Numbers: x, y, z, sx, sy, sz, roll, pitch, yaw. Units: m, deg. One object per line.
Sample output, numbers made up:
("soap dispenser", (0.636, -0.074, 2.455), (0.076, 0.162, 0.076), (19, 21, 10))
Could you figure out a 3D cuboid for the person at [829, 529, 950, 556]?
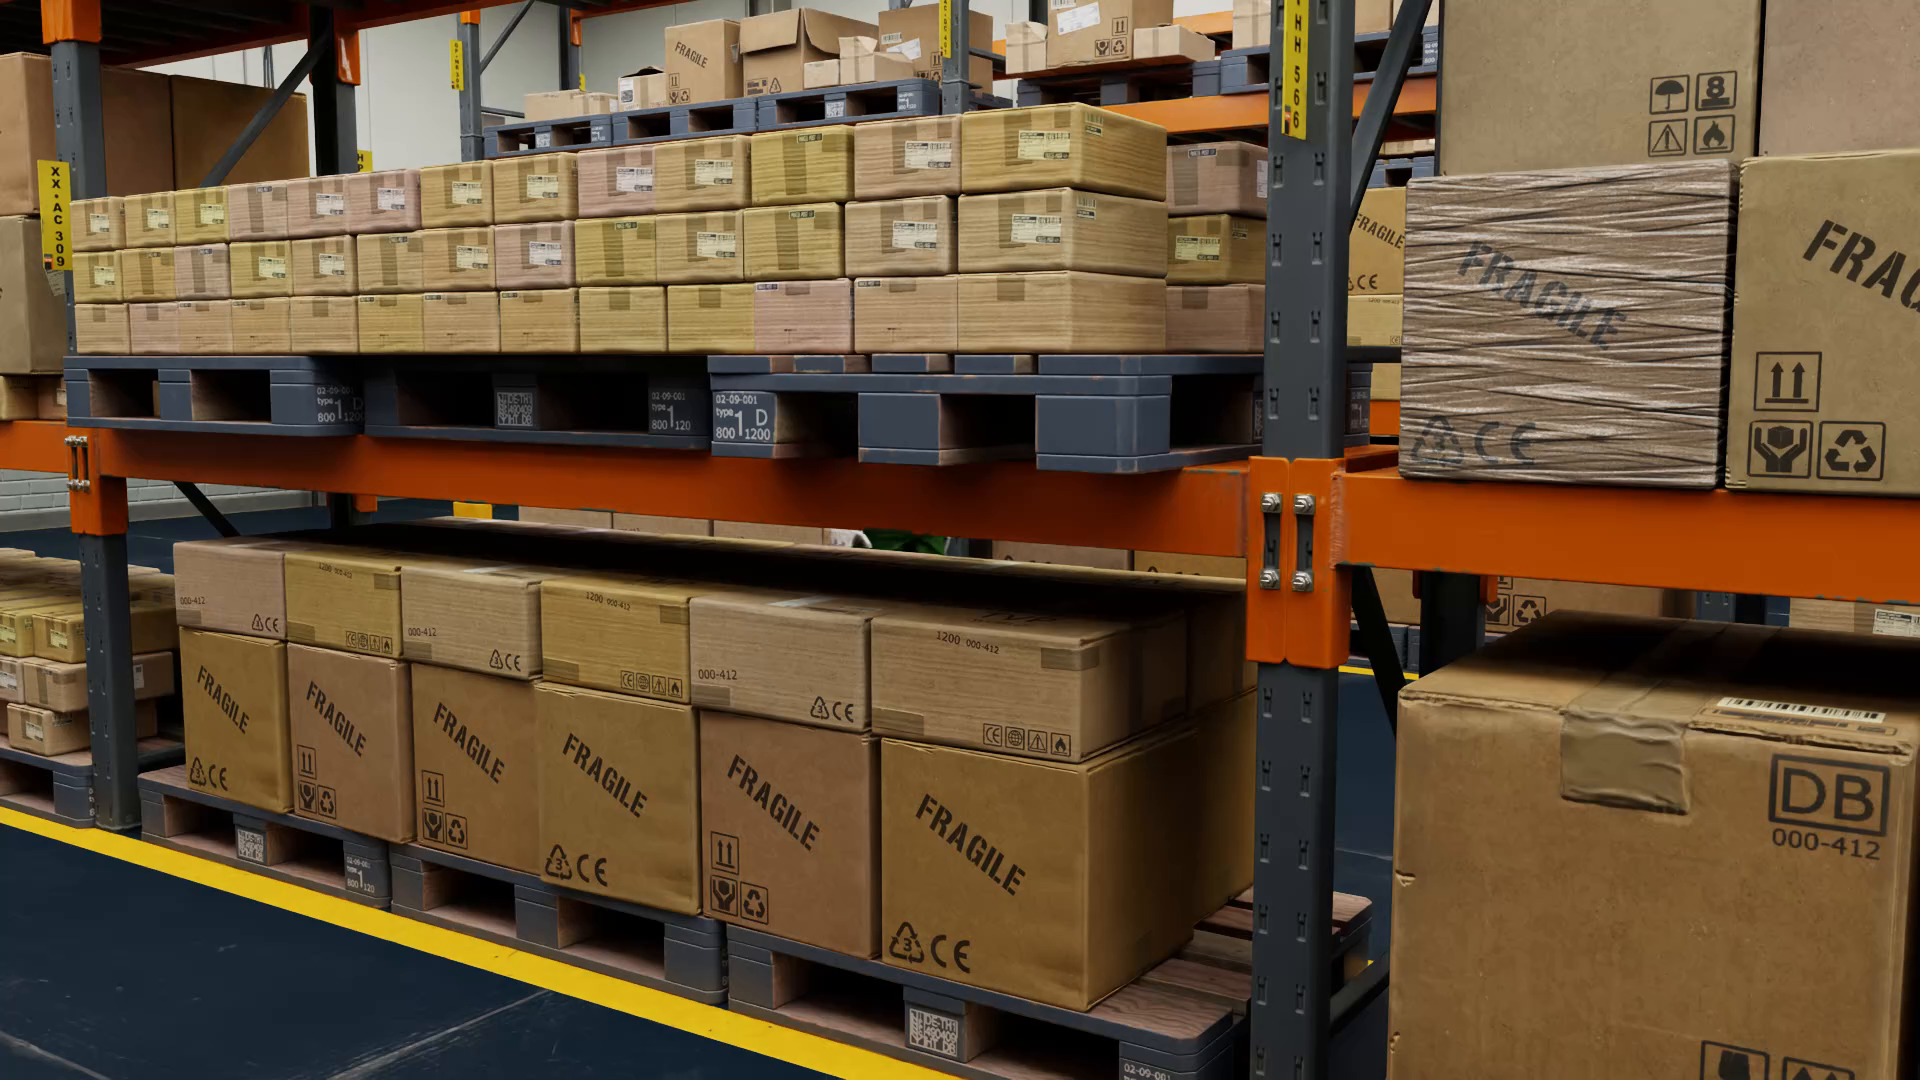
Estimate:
("person", (-0.241, -0.037, 5.912), (0.659, 1.793, 0.386), (-6, 9, -44))
